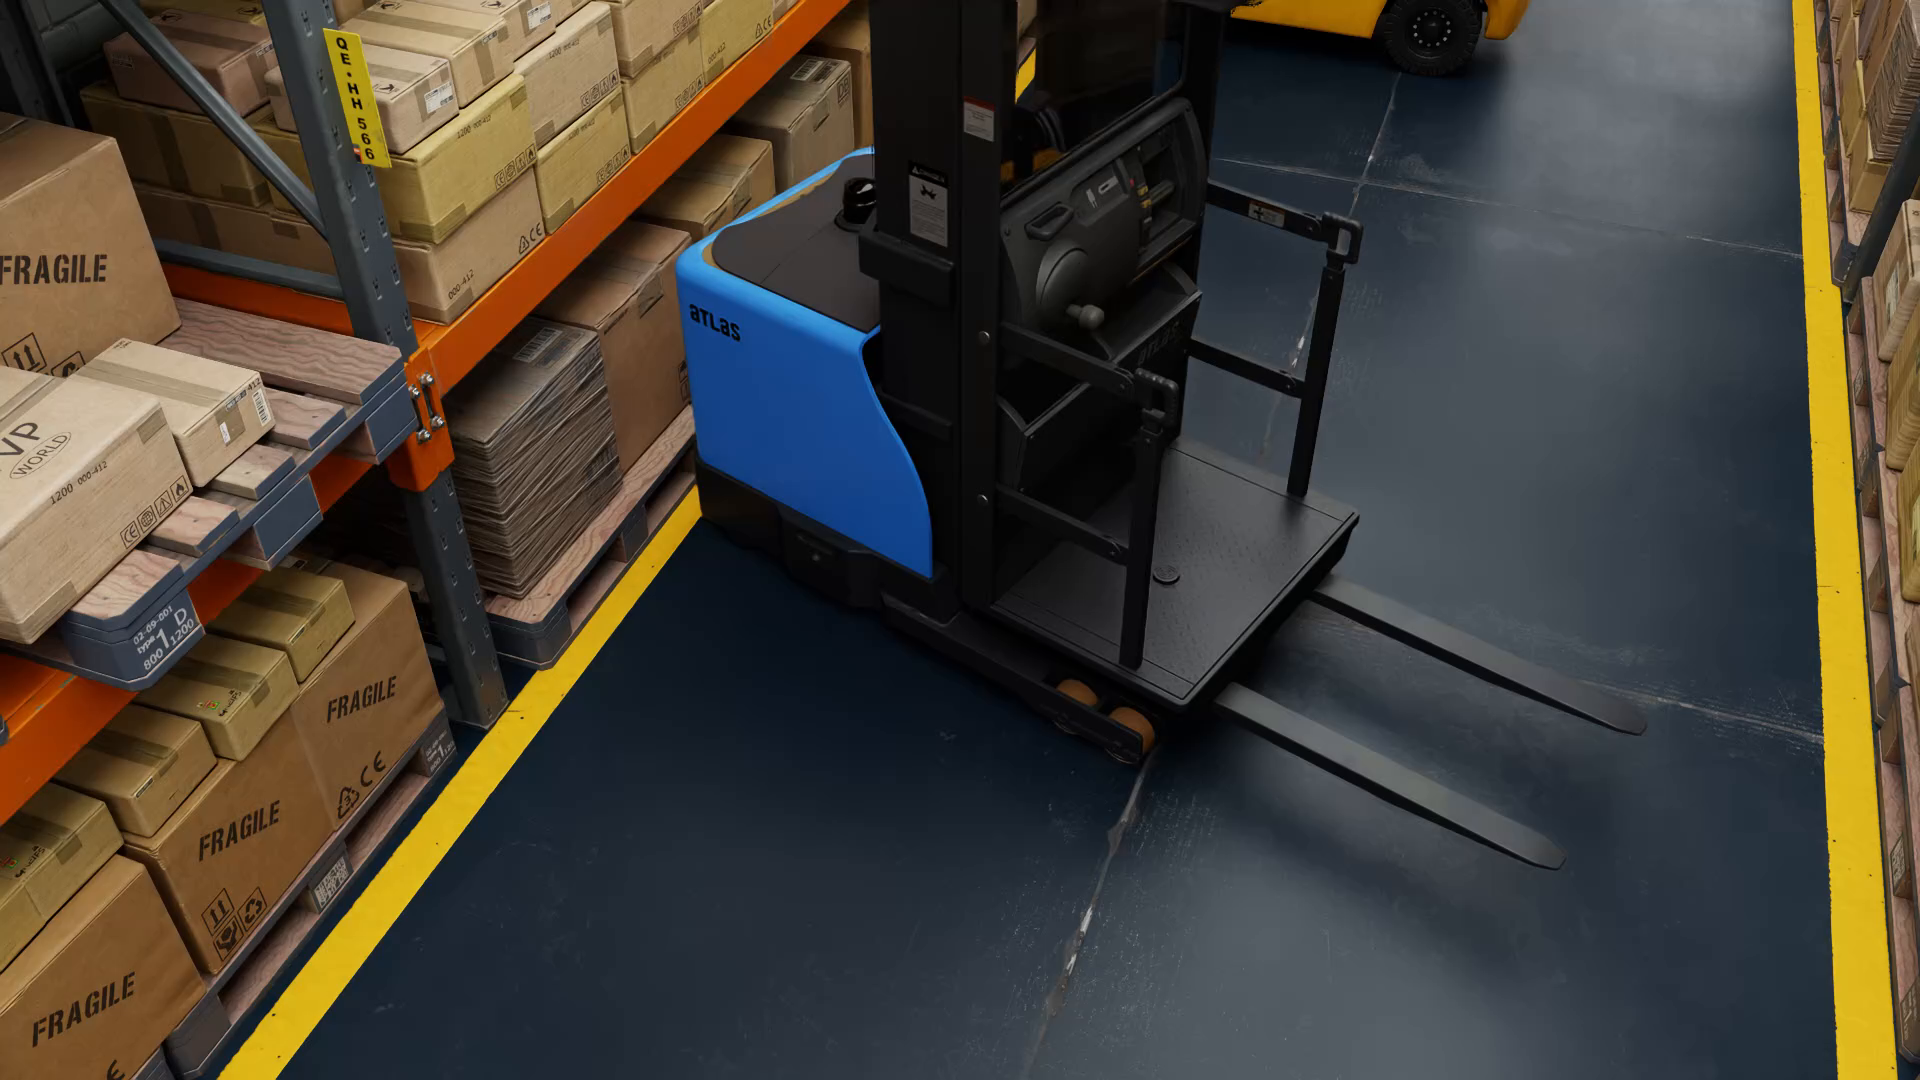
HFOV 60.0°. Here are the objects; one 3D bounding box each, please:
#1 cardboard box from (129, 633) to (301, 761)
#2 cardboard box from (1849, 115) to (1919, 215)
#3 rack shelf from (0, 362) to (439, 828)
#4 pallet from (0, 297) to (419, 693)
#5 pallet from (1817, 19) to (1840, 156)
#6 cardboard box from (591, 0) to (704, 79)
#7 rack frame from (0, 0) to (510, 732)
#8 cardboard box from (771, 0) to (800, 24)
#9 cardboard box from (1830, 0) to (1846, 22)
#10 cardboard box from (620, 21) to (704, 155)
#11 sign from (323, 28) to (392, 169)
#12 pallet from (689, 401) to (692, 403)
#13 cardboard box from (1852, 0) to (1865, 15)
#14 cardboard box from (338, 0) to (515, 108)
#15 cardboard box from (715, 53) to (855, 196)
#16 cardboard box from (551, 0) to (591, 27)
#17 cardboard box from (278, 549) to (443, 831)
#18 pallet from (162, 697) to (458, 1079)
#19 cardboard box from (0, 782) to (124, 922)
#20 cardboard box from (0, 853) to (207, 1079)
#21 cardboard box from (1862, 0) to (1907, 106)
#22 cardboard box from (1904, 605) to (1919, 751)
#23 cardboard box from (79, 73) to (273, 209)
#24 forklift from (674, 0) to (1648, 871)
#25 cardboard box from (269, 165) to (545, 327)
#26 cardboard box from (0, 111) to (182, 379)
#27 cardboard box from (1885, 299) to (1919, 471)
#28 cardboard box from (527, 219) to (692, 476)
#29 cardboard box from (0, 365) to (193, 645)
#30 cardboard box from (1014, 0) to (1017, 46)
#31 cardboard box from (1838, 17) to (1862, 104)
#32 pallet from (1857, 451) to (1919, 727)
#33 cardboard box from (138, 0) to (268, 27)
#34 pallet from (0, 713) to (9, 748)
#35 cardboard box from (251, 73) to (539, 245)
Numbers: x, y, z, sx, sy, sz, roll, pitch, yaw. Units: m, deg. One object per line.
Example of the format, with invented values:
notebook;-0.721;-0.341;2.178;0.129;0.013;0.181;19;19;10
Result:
cardboard box;-1.879;0.371;4.107;0.380;0.149;0.250;11;42;13
cardboard box;4.099;-1.579;7.084;0.500;0.250;0.500;15;43;17
rack shelf;-2.568;0.789;3.068;1.077;0.370;4.000;13;42;15
pallet;-2.050;-0.202;3.824;1.213;0.211;1.003;13;42;15
pallet;4.761;-2.148;8.105;1.003;0.211;1.213;13;42;15
cardboard box;-1.135;-1.674;5.132;0.500;0.250;0.500;12;42;14
rack frame;-1.884;-0.704;4.265;1.000;3.000;0.127;13;42;15
cardboard box;-0.808;-2.118;6.037;0.500;0.250;0.500;14;42;15
cardboard box;4.800;-2.858;8.584;0.500;0.250;0.500;15;43;17
cardboard box;-1.157;-1.485;5.295;0.500;0.250;0.500;12;42;14
sign;-1.371;-1.000;3.780;0.100;0.325;0.005;13;42;15
pallet;-1.147;-0.879;6.617;1.003;0.211;1.213;13;42;15
cardboard box;4.620;-2.814;7.955;0.500;0.500;0.500;14;42;16
cardboard box;-1.408;-1.281;4.364;0.380;0.149;0.250;14;42;16
cardboard box;-0.957;-1.608;6.830;0.875;0.625;0.625;13;42;15
cardboard box;-1.267;-1.606;4.744;0.380;0.149;0.250;14;42;16
cardboard box;-1.827;0.392;4.581;0.500;0.500;0.500;14;43;16
pallet;-2.175;0.803;4.646;1.003;0.211;1.213;13;42;15
cardboard box;-2.144;0.673;3.753;0.380;0.149;0.250;14;43;16
cardboard box;-2.184;1.015;3.851;0.500;0.500;0.500;15;43;17
cardboard box;4.272;-2.175;7.205;0.500;0.500;0.500;14;42;16
cardboard box;3.229;0.441;4.623;0.950;0.372;0.625;13;42;14
cardboard box;-1.992;-1.173;4.544;0.500;0.250;0.500;14;42;16
forklift;0.577;-0.843;4.479;3.031;2.935;1.130;26;47;27
cardboard box;-1.503;-0.864;4.567;0.500;0.250;0.500;13;42;15
cardboard box;-2.207;-0.623;3.768;0.500;0.500;0.500;15;43;17
cardboard box;3.730;-0.445;5.662;0.950;0.372;0.625;16;43;18
cardboard box;-1.442;-0.738;5.810;0.875;0.625;0.625;15;43;16
cardboard box;-1.941;-0.092;3.338;0.500;0.250;0.500;11;42;13
cardboard box;-0.040;-2.479;8.140;0.500;0.250;0.500;14;42;16
cardboard box;4.450;-2.215;7.830;0.500;0.250;0.500;14;42;16
pallet;3.469;0.238;5.308;1.003;0.211;1.213;13;42;15
cardboard box;-1.979;-1.417;4.523;0.380;0.149;0.250;14;43;16
pallet;-2.545;0.556;2.935;1.003;0.211;1.213;13;42;15
cardboard box;-1.479;-1.048;4.398;0.500;0.250;0.500;13;42;15
